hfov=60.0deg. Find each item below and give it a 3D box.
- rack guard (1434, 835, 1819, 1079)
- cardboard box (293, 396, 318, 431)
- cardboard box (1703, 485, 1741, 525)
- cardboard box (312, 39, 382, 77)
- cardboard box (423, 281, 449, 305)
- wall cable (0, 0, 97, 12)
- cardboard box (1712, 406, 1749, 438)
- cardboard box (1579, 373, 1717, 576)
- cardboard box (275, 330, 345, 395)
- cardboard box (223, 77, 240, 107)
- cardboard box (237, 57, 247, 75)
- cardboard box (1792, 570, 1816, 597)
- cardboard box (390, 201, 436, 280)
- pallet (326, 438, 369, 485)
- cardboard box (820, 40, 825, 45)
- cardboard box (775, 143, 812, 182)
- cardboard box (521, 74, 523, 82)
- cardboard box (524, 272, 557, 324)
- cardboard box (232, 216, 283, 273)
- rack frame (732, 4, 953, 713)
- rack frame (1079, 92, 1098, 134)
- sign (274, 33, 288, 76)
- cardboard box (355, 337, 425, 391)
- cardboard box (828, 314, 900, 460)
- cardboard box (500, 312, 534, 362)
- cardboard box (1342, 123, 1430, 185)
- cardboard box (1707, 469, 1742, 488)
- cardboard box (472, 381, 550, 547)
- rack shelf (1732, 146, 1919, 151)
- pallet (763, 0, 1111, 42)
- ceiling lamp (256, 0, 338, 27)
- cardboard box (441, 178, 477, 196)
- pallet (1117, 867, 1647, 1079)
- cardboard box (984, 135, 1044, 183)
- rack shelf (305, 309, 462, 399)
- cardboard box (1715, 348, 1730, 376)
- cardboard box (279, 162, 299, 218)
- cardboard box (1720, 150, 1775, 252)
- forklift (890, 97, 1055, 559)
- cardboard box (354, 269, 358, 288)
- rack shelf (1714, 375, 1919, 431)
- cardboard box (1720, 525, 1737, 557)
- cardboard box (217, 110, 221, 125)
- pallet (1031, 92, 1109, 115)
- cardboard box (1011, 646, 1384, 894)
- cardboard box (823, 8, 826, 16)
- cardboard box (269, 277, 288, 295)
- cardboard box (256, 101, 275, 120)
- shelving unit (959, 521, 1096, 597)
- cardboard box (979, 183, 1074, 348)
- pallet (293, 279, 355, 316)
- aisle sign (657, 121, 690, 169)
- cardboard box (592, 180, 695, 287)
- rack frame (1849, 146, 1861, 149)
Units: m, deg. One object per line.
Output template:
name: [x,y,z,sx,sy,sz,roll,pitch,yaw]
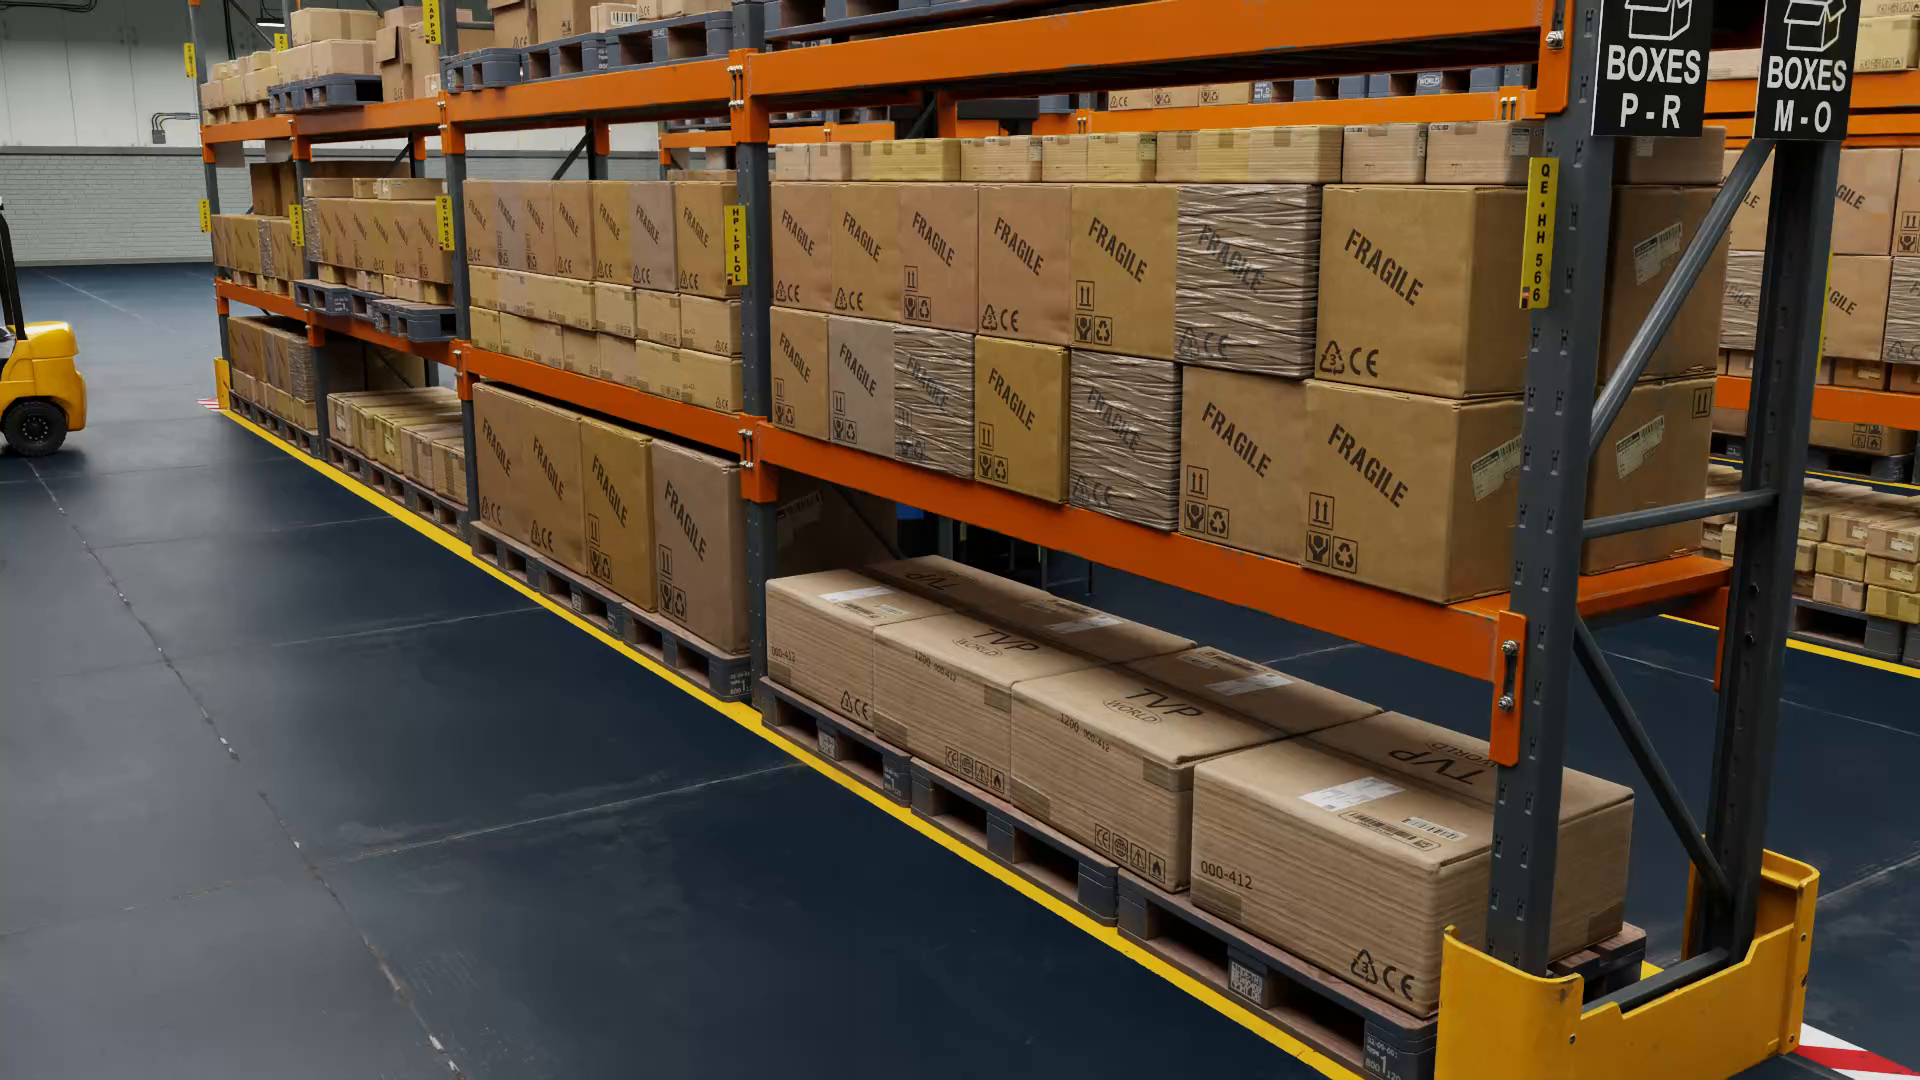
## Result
rack guard: [1.747,1.172,4.331,1.175,0.500,0.348,-8,15,-33]
cardboard box: [-5.466,-1.123,14.427,0.500,0.250,0.500,-7,14,-30]
cardboard box: [4.122,-0.192,9.016,0.380,0.149,0.250,-8,15,-32]
cardboard box: [-4.346,-3.456,11.992,0.500,0.250,0.500,-8,15,-33]
cardboard box: [-3.285,-1.628,10.890,0.380,0.149,0.250,-8,15,-32]
wall cable: [-23.950,-14.885,42.666,3.097,2.526,0.112,-8,15,-33]
cardboard box: [6.901,-1.375,14.118,1.225,0.875,0.875,-9,15,-35]
cardboard box: [1.707,-0.221,4.618,0.500,0.500,0.500,-8,15,-33]
cardboard box: [-5.749,-1.579,14.760,0.500,0.500,0.500,-8,15,-32]
cardboard box: [-6.496,-4.135,15.385,0.500,0.250,0.500,-8,14,-31]
cardboard box: [-6.211,-4.214,14.813,0.380,0.149,0.250,-8,15,-32]
cardboard box: [4.479,0.186,8.682,0.380,0.149,0.250,-8,14,-31]
cardboard box: [-3.477,-2.014,11.136,0.500,0.500,0.500,-8,15,-34]
pallet: [-4.482,-0.687,13.508,1.003,0.211,1.213,-8,15,-33]
cardboard box: [-1.318,-4.805,16.295,0.380,0.149,0.250,-8,15,-33]
cardboard box: [-0.523,-1.532,6.752,0.380,0.149,0.250,-8,15,-34]
cardboard box: [-2.732,-2.895,10.644,0.380,0.149,0.250,-8,15,-33]
cardboard box: [-2.072,-1.345,9.173,0.500,0.250,0.500,-8,15,-33]
cardboard box: [-6.526,-2.794,15.685,0.500,0.500,0.500,-8,15,-34]
rack frame: [-0.482,-0.765,7.336,1.000,3.000,0.127,-8,15,-33]
rack frame: [1.366,-2.080,13.351,1.000,3.000,0.127,-8,15,-33]
sign: [-5.362,-3.840,13.167,0.100,0.325,0.005,-8,15,-33]
cardboard box: [-5.017,-1.552,14.637,0.500,0.500,0.500,-7,14,-30]
cardboard box: [-0.165,-0.609,6.391,0.500,0.500,0.500,-8,15,-32]
cardboard box: [-2.338,-1.197,9.663,0.500,0.250,0.500,-9,15,-34]
cardboard box: [1.208,-0.990,4.273,0.380,0.149,0.250,-8,15,-32]
cardboard box: [4.394,-0.299,9.507,0.380,0.149,0.250,-8,14,-31]
cardboard box: [-2.385,-0.510,10.165,0.875,0.875,0.875,-8,15,-33]
rack shelf: [12.692,-5.290,22.695,1.077,0.370,4.000,-8,15,-33]
pallet: [-0.038,-2.040,6.354,1.003,0.211,1.213,-8,15,-33]
ceiling lamp: [-16.000,-13.947,39.913,2.000,3.185,0.800,-8,15,-33]
cardboard box: [-3.907,-2.681,12.669,0.380,0.149,0.250,-9,15,-35]
pallet: [1.226,1.176,4.989,1.003,0.211,1.213,-8,15,-33]
cardboard box: [0.305,-1.259,5.504,0.380,0.149,0.250,-8,15,-33]
rack shelf: [-3.807,-1.480,12.293,1.077,0.370,4.000,-8,15,-33]
cardboard box: [4.094,-0.977,8.894,0.380,0.149,0.250,-8,15,-32]
cardboard box: [-5.863,-3.242,15.393,0.700,0.500,0.500,-8,15,-33]
cardboard box: [4.183,-1.758,8.610,0.500,0.500,0.500,-8,15,-32]
forklift: [0.005,-1.578,11.215,1.130,2.935,3.031,0,12,-2]
cardboard box: [-4.277,-1.952,12.373,0.380,0.149,0.250,-8,15,-32]
rack shelf: [4.691,-0.661,8.548,1.077,0.370,4.000,-8,15,-33]
cardboard box: [4.264,0.002,8.825,0.380,0.149,0.250,-8,15,-33]
cardboard box: [-6.997,-4.108,16.191,0.380,0.149,0.250,-9,15,-35]
pallet: [0.965,-3.561,13.546,1.213,0.211,1.003,-7,14,-30]
cardboard box: [0.771,0.726,5.535,0.875,0.438,0.875,-8,14,-31]
cardboard box: [-0.468,-2.500,7.582,0.396,0.266,0.258,-8,15,-33]
cardboard box: [-5.912,-2.266,14.790,0.380,0.149,0.250,-8,15,-34]
cardboard box: [-5.902,-3.735,14.485,0.380,0.149,0.250,-8,14,-31]
shelving unit: [0.382,-0.462,9.462,0.431,1.500,0.755,-9,15,-37]
cardboard box: [0.406,-0.915,5.452,0.500,0.500,0.500,-8,15,-33]
pallet: [-4.612,-1.940,13.163,1.003,0.211,1.213,-8,15,-33]
aisle sign: [-3.355,-4.750,19.475,0.394,0.787,0.004,-8,15,-33]
cardboard box: [-1.496,-1.535,8.286,0.500,0.500,0.500,-8,14,-31]
rack frame: [9.675,-3.235,18.634,1.000,3.000,0.127,-8,15,-33]
